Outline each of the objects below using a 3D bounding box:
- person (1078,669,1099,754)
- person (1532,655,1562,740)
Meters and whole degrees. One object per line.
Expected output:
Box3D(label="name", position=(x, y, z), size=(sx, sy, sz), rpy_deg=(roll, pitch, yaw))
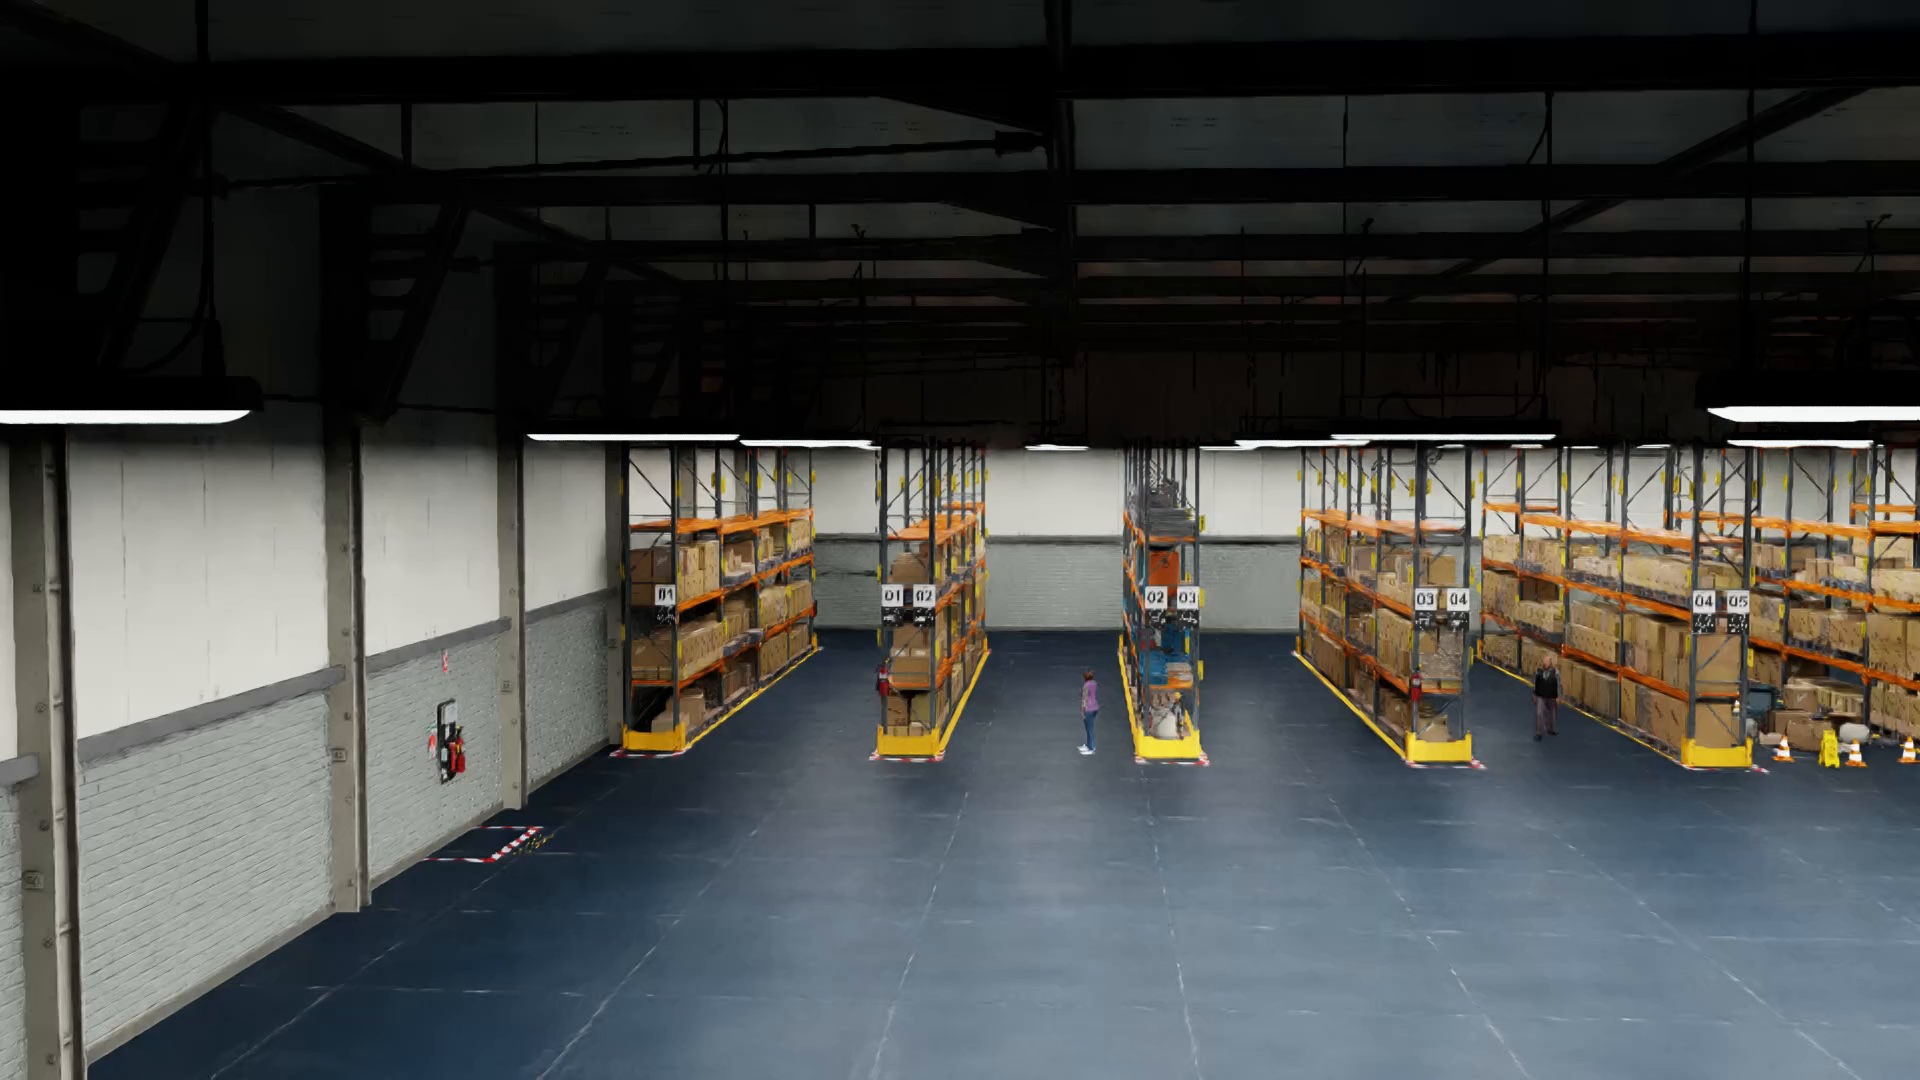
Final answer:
Box3D(label="person", position=(2.449, 3.229, 31.430), size=(0.358, 1.599, 0.467), rpy_deg=(2, 4, 35))
Box3D(label="person", position=(11.662, 3.116, 33.028), size=(0.560, 1.683, 0.926), rpy_deg=(1, 3, 21))
